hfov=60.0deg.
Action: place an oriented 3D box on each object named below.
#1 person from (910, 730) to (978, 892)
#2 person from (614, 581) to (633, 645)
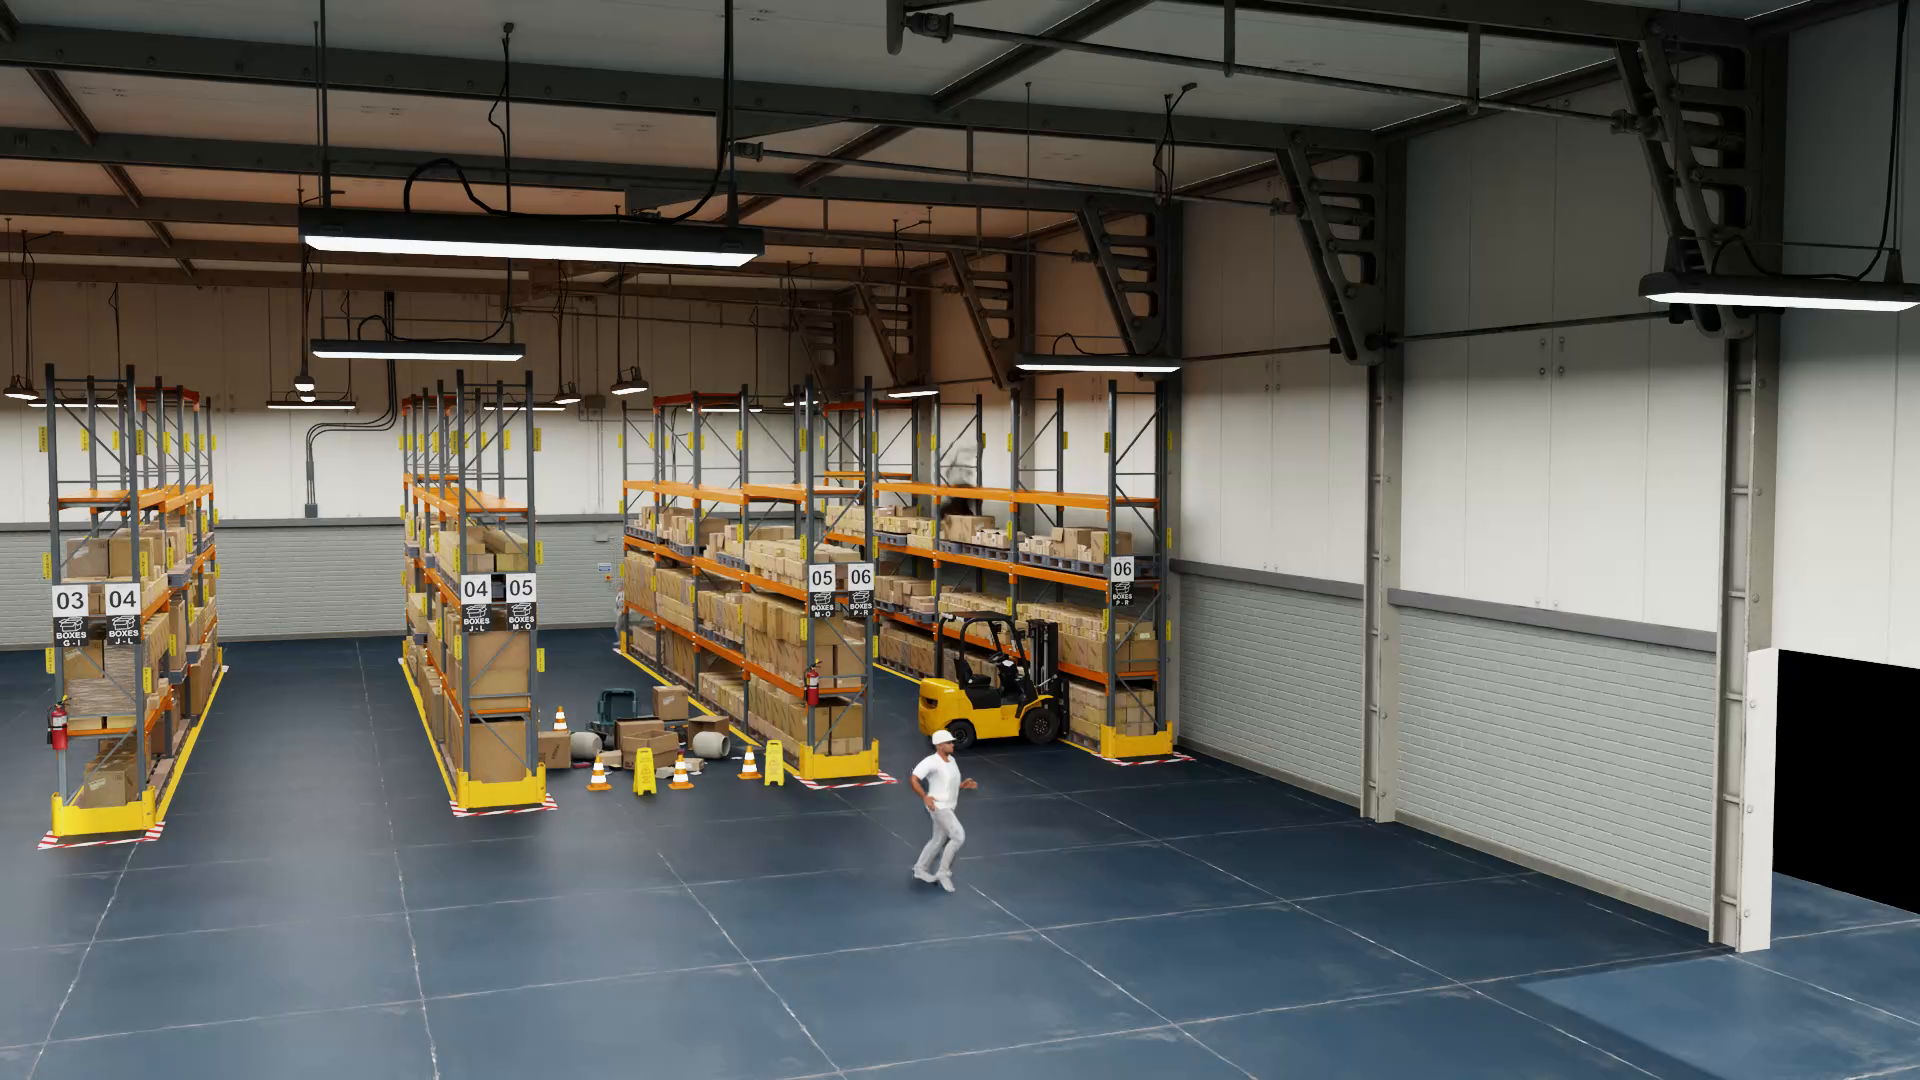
[{"bbox_3d":[-0.185,3.038,18.689,0.745,1.809,0.672,1,4,19],"label":"person"},{"bbox_3d":[-8.233,1.806,40.973,0.586,1.609,0.623,-1,3,-15],"label":"person"}]
